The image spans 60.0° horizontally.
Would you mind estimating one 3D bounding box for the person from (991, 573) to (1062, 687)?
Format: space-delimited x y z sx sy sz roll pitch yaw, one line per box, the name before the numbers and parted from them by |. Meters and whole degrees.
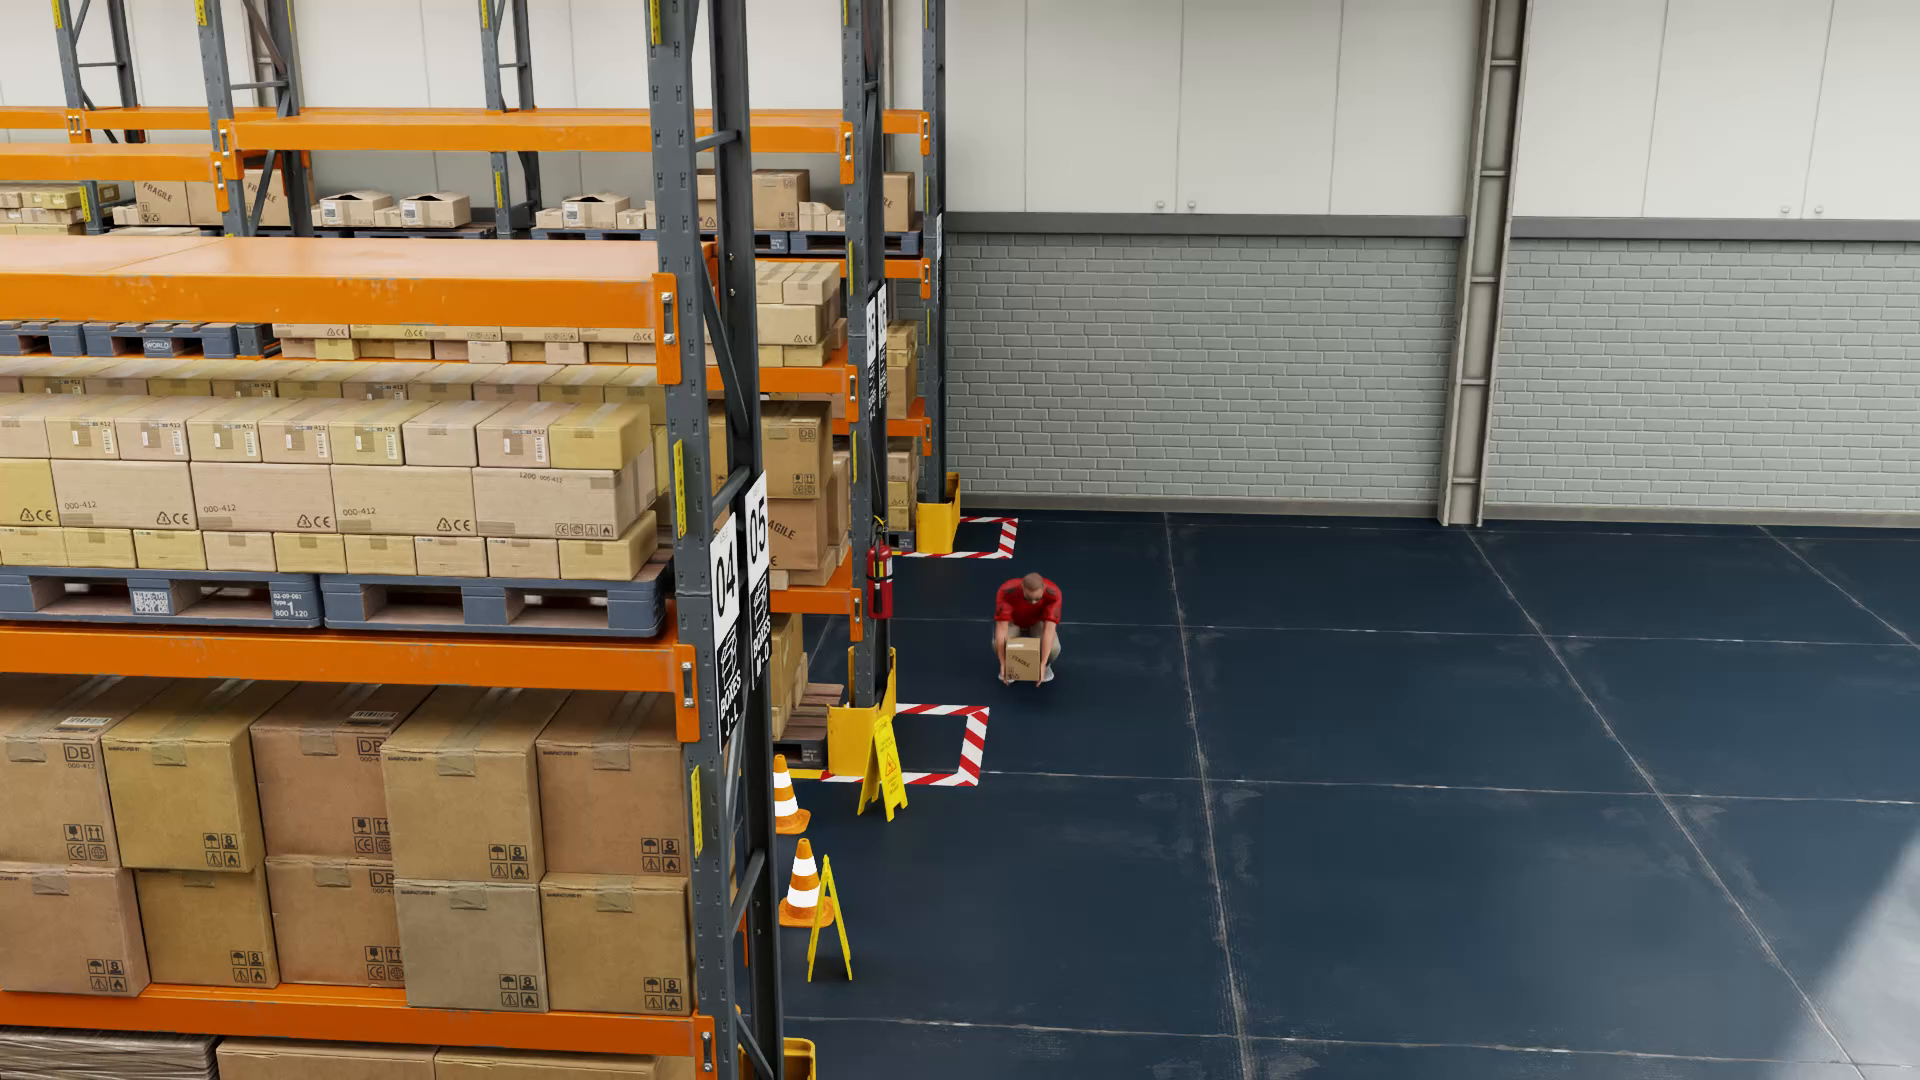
person | 0.516 0.644 12.789 0.526 0.987 0.879 1 17 3
